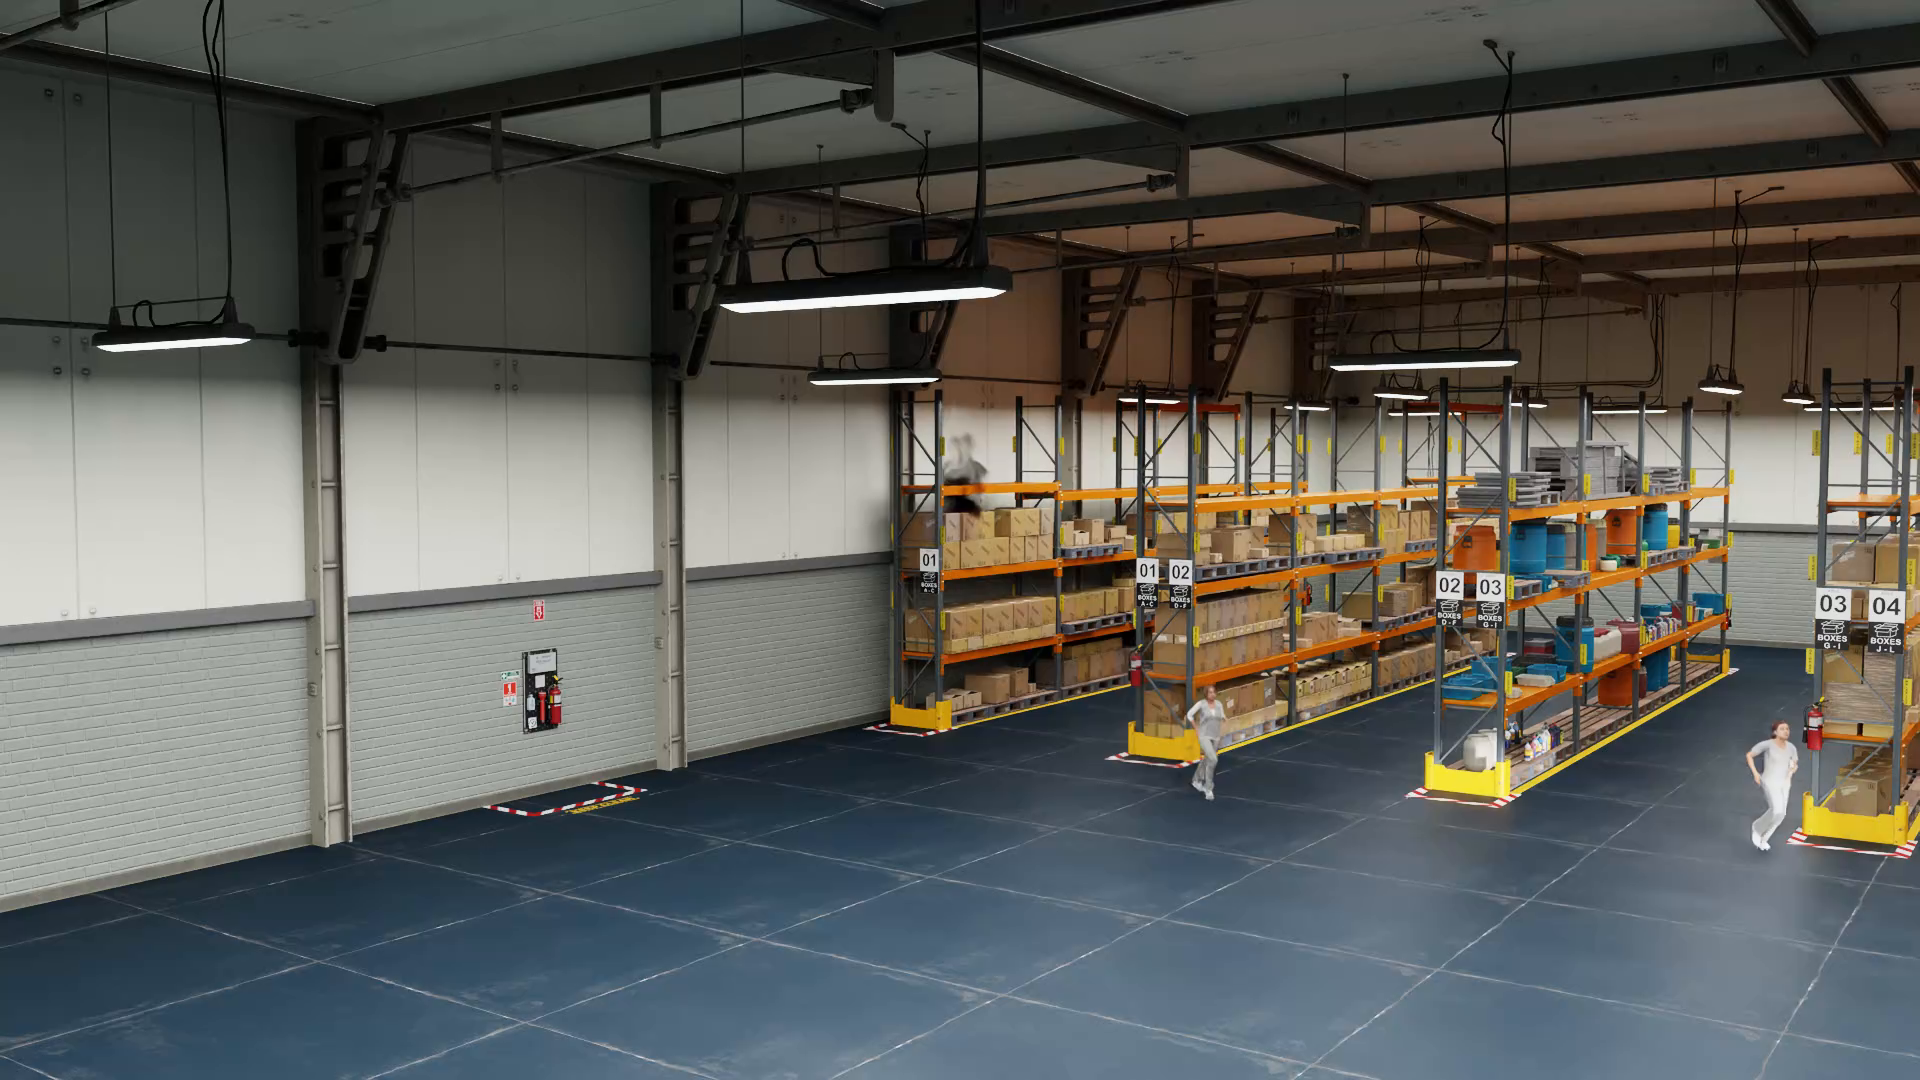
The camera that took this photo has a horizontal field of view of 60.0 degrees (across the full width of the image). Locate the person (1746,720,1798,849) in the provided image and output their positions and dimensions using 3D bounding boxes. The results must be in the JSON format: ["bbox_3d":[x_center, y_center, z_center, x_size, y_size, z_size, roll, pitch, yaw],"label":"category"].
[{"bbox_3d":[10.094,3.028,20.534,0.562,1.607,0.547,-1,3,-10],"label":"person"}]

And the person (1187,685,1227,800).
[{"bbox_3d":[3.561,2.890,23.757,0.507,1.624,0.710,-2,4,-26],"label":"person"}]
